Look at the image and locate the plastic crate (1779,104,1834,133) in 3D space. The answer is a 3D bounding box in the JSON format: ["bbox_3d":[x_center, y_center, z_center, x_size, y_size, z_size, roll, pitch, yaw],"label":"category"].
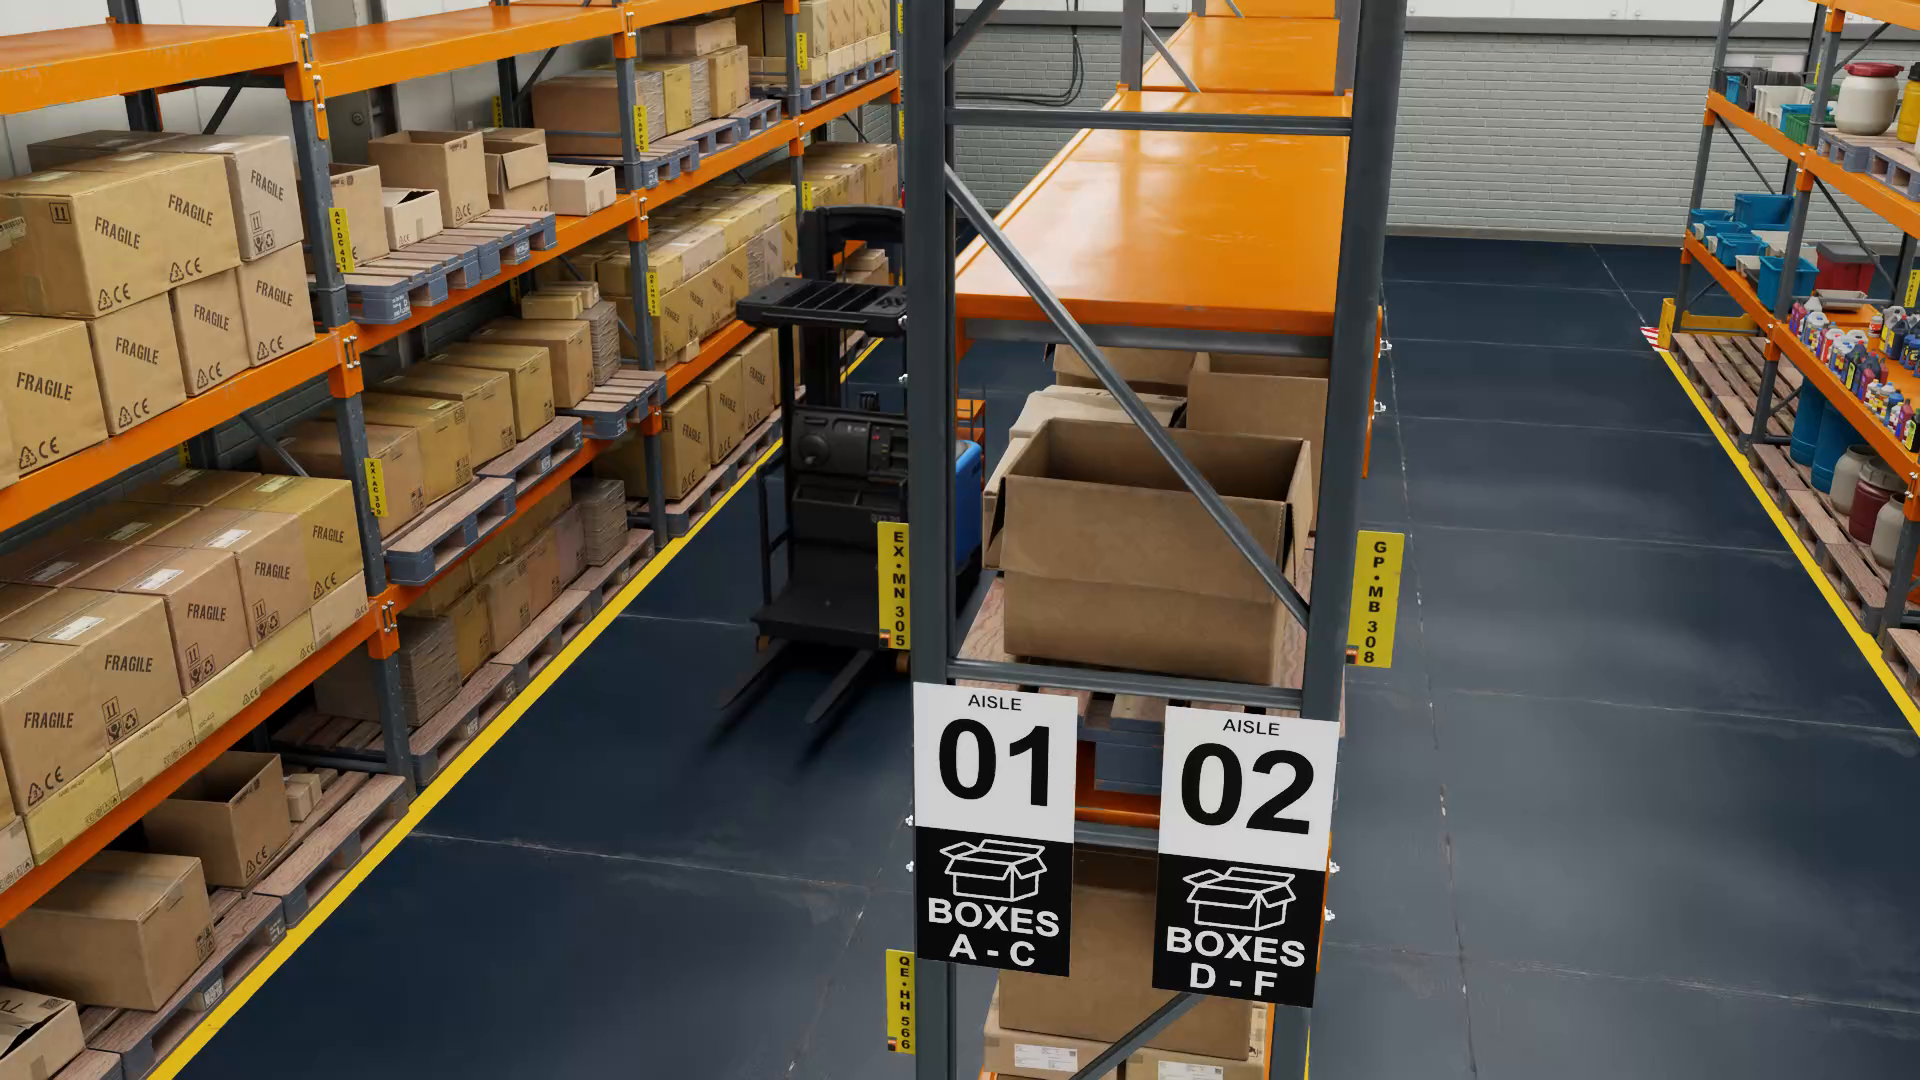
[{"bbox_3d":[7.554,-3.757,14.876,0.416,0.233,0.300,4,22,11],"label":"plastic crate"}]

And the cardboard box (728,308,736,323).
[{"bbox_3d":[-2.178,-2.031,14.692,0.380,0.149,0.250,5,23,13],"label":"cardboard box"}]

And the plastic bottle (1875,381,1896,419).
[{"bbox_3d":[6.697,-1.012,12.023,0.097,0.271,0.097,0,22,0],"label":"plastic bottle"}]

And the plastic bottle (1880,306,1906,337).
[{"bbox_3d":[7.916,-1.860,14.122,0.152,0.276,0.135,4,22,11],"label":"plastic bottle"}]

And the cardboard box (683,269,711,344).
[{"bbox_3d":[-2.369,-1.921,13.550,0.500,0.500,0.500,5,23,13],"label":"cardboard box"}]

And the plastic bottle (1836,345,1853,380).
[{"bbox_3d":[6.906,-1.387,12.954,0.097,0.271,0.097,0,22,0],"label":"plastic bottle"}]

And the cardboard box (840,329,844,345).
[{"bbox_3d":[-1.659,-2.326,17.897,0.700,0.500,0.500,4,22,10],"label":"cardboard box"}]

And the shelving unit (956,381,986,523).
[{"bbox_3d":[0.034,-0.617,13.280,0.258,1.200,0.503,4,22,11],"label":"shelving unit"}]

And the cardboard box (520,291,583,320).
[{"bbox_3d":[-2.927,-1.683,11.925,0.380,0.149,0.250,1,22,2],"label":"cardboard box"}]

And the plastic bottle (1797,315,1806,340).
[{"bbox_3d":[7.155,-1.800,14.074,0.097,0.201,0.097,0,22,0],"label":"plastic bottle"}]

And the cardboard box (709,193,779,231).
[{"bbox_3d":[-1.977,-3.006,15.240,0.500,0.250,0.500,5,22,12],"label":"cardboard box"}]

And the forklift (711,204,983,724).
[{"bbox_3d":[-0.755,-0.625,10.982,1.130,2.935,3.031,7,23,16],"label":"forklift"}]

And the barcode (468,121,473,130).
[{"bbox_3d":[-3.488,-2.949,11.842,0.001,0.075,0.075,4,22,11],"label":"barcode"}]

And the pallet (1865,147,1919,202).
[{"bbox_3d":[7.388,-2.681,12.232,1.003,0.211,1.213,4,22,11],"label":"pallet"}]

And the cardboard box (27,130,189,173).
[{"bbox_3d":[-4.030,-1.669,7.968,0.500,0.500,0.500,5,22,12],"label":"cardboard box"}]

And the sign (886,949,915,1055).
[{"bbox_3d":[-0.145,1.230,4.417,0.100,0.325,0.005,4,22,11],"label":"sign"}]

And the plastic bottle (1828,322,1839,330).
[{"bbox_3d":[7.264,-1.717,13.868,0.097,0.201,0.097,0,22,0],"label":"plastic bottle"}]

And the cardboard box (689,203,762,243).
[{"bbox_3d":[-2.081,-2.820,14.777,0.500,0.250,0.500,5,22,12],"label":"cardboard box"}]

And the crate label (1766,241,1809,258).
[{"bbox_3d":[8.401,-2.934,16.896,0.396,0.136,0.243,4,22,11],"label":"crate label"}]

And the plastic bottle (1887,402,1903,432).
[{"bbox_3d":[6.638,-0.872,11.770,0.097,0.201,0.097,0,22,0],"label":"plastic bottle"}]

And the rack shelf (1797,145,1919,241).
[{"bbox_3d":[7.272,-2.412,12.276,1.077,0.370,4.000,4,22,11],"label":"rack shelf"}]

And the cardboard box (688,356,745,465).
[{"bbox_3d":[-2.371,-1.155,14.522,0.750,0.750,0.750,4,22,11],"label":"cardboard box"}]

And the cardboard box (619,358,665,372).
[{"bbox_3d":[-2.540,-1.374,13.059,0.380,0.149,0.250,4,22,10],"label":"cardboard box"}]

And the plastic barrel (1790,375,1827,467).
[{"bbox_3d":[7.553,-1.110,14.341,0.600,0.901,0.708,4,22,11],"label":"plastic barrel"}]

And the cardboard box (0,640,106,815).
[{"bbox_3d":[-3.853,0.740,6.672,0.500,0.500,0.500,4,22,9],"label":"cardboard box"}]

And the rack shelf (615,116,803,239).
[{"bbox_3d":[-2.426,-3.168,14.151,1.077,0.370,4.000,4,22,11],"label":"rack shelf"}]

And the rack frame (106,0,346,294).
[{"bbox_3d":[-3.651,-2.698,8.008,1.000,3.000,0.127,4,22,11],"label":"rack frame"}]

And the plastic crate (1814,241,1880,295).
[{"bbox_3d":[8.108,-2.451,15.258,0.402,0.464,0.583,4,22,11],"label":"plastic crate"}]

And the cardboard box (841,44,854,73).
[{"bbox_3d":[-1.404,-5.010,17.269,0.500,0.250,0.500,4,22,9],"label":"cardboard box"}]

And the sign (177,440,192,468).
[{"bbox_3d":[-4.195,-0.494,9.014,0.100,0.325,0.005,4,22,11],"label":"sign"}]

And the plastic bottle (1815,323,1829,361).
[{"bbox_3d":[7.007,-1.606,13.481,0.061,0.283,0.133,4,22,11],"label":"plastic bottle"}]

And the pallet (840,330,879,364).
[{"bbox_3d":[-1.540,-2.268,18.701,1.003,0.211,1.213,4,22,11],"label":"pallet"}]

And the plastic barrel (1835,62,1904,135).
[{"bbox_3d":[7.328,-3.562,13.424,0.433,0.535,0.433,0,22,0],"label":"plastic barrel"}]

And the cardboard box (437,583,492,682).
[{"bbox_3d":[-3.460,0.577,10.664,0.700,0.500,0.500,4,22,10],"label":"cardboard box"}]

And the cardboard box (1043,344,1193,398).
[{"bbox_3d":[0.740,-0.646,6.039,0.797,0.503,0.637,7,23,17],"label":"cardboard box"}]

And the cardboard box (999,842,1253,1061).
[{"bbox_3d":[0.502,1.086,4.771,0.700,0.500,0.500,5,22,11],"label":"cardboard box"}]

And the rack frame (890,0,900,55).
[{"bbox_3d":[-1.202,-7.087,18.905,1.000,3.000,0.127,4,22,11],"label":"rack frame"}]

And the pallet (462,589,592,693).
[{"bbox_3d":[-3.246,0.645,11.468,1.003,0.211,1.213,4,22,11],"label":"pallet"}]

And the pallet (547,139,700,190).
[{"bbox_3d":[-2.755,-2.922,12.831,1.213,0.211,1.003,6,23,13],"label":"pallet"}]

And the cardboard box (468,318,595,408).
[{"bbox_3d":[-3.008,-1.250,11.719,0.700,0.500,0.500,2,22,6],"label":"cardboard box"}]

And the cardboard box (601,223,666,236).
[{"bbox_3d":[-2.779,-2.482,13.939,0.500,0.250,0.500,4,22,10],"label":"cardboard box"}]

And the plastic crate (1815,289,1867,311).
[{"bbox_3d":[7.915,-2.151,14.952,0.396,0.136,0.243,4,22,11],"label":"plastic crate"}]

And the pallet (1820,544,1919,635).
[{"bbox_3d":[6.984,0.379,12.131,1.003,0.211,1.213,4,22,11],"label":"pallet"}]

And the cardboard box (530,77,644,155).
[{"bbox_3d":[-2.793,-3.199,12.543,0.700,0.500,0.500,3,22,7],"label":"cardboard box"}]

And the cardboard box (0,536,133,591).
[{"bbox_3d":[-4.167,0.324,7.705,0.500,0.500,0.500,5,22,12],"label":"cardboard box"}]

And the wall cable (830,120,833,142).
[{"bbox_3d":[-1.867,-5.316,21.178,0.084,1.984,1.851,4,22,11],"label":"wall cable"}]

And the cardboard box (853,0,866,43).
[{"bbox_3d":[-1.295,-5.553,17.612,0.500,0.500,0.500,3,22,9],"label":"cardboard box"}]

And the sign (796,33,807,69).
[{"bbox_3d":[-1.485,-4.581,15.584,0.100,0.325,0.005,4,22,11],"label":"sign"}]

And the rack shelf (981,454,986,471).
[{"bbox_3d":[0.034,-0.555,13.305,0.258,0.148,0.480,4,22,11],"label":"rack shelf"}]

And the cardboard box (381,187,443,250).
[{"bbox_3d":[-3.335,-1.880,9.547,0.500,0.311,0.500,5,23,13],"label":"cardboard box"}]

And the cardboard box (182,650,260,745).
[{"bbox_3d":[-3.648,0.708,7.755,0.500,0.250,0.500,4,22,11],"label":"cardboard box"}]

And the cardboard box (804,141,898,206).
[{"bbox_3d":[-1.296,-4.256,19.505,0.980,0.700,0.700,5,23,13],"label":"cardboard box"}]

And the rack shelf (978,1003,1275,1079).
[{"bbox_3d":[0.792,1.526,6.513,1.077,0.370,4.000,4,22,11],"label":"rack shelf"}]

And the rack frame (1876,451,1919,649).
[{"bbox_3d":[6.864,-0.623,10.886,1.000,3.000,0.127,4,22,11],"label":"rack frame"}]

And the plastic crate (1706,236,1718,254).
[{"bbox_3d":[7.839,-3.030,17.135,0.250,0.136,0.298,4,22,11],"label":"plastic crate"}]

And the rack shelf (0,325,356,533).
[{"bbox_3d":[-4.059,-0.242,6.887,1.077,0.370,4.000,4,22,11],"label":"rack shelf"}]

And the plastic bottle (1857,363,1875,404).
[{"bbox_3d":[6.762,-1.168,12.394,0.061,0.283,0.133,4,22,11],"label":"plastic bottle"}]

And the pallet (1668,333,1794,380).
[{"bbox_3d":[8.290,-1.957,17.930,1.003,0.211,1.213,4,22,11],"label":"pallet"}]
